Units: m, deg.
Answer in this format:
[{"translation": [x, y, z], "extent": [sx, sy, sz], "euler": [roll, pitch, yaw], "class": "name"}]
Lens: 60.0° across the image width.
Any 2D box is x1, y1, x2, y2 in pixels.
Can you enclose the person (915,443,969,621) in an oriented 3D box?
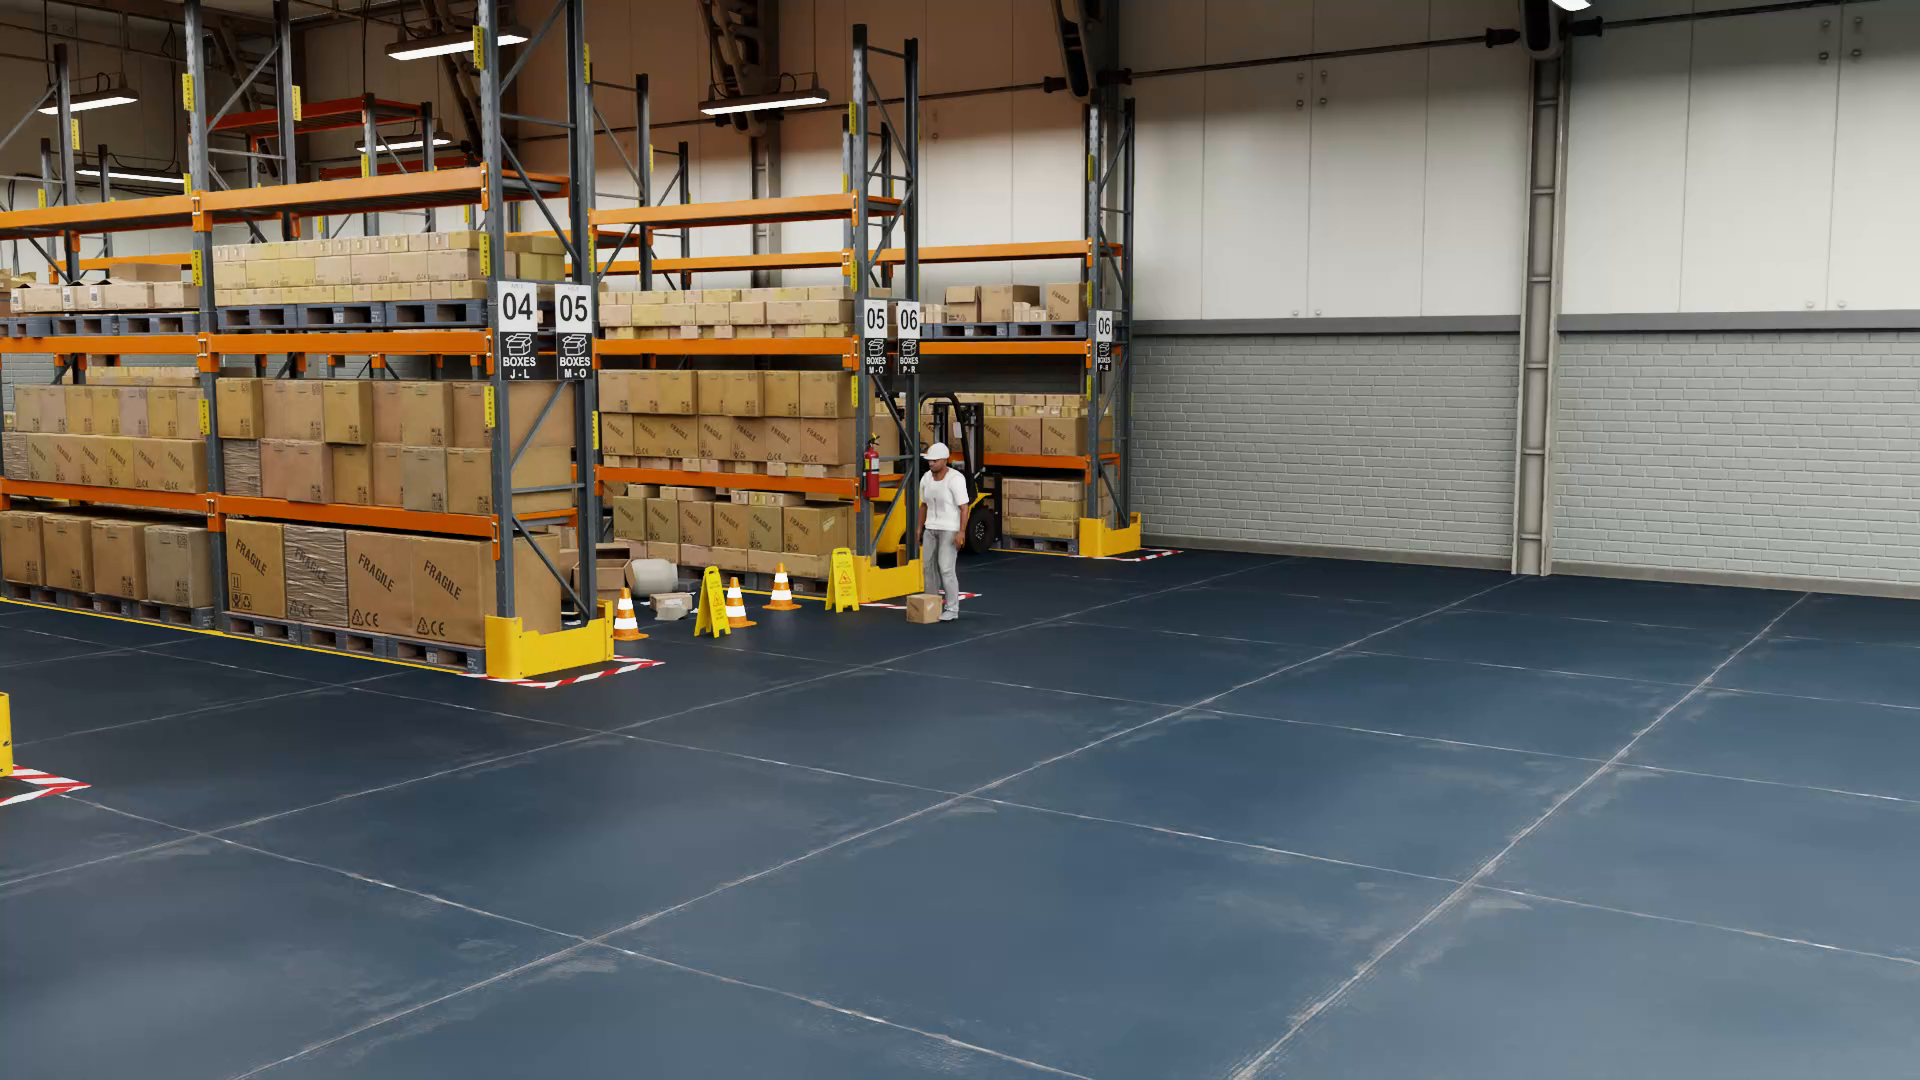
[{"translation": [-0.194, -0.088, 16.511], "extent": [0.629, 1.759, 0.460], "euler": [6, 8, 42], "class": "person"}]
